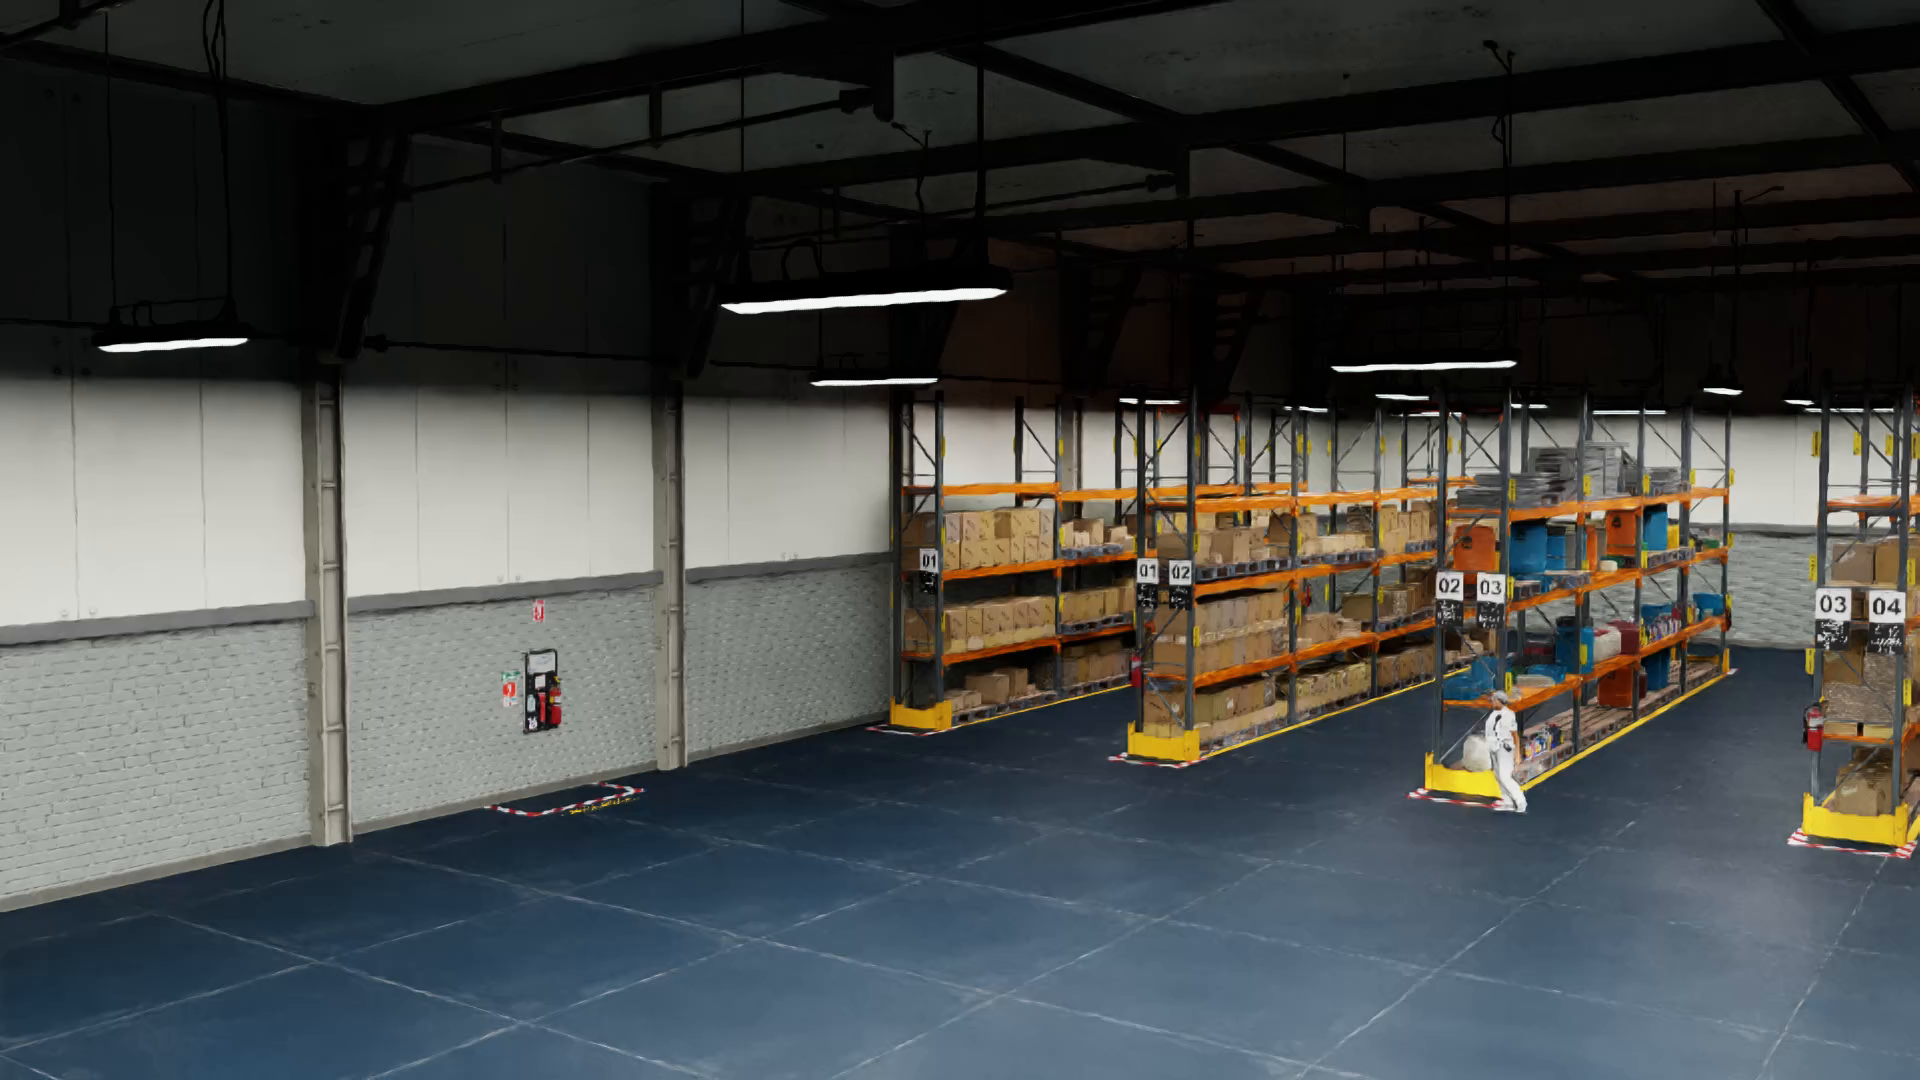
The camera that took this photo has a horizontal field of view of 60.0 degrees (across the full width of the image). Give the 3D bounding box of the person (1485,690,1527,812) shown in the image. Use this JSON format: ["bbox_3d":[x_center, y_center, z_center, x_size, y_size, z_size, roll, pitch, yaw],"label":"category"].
[{"bbox_3d":[7.485,2.896,22.772,0.465,1.651,0.626,-1,3,-11],"label":"person"}]
